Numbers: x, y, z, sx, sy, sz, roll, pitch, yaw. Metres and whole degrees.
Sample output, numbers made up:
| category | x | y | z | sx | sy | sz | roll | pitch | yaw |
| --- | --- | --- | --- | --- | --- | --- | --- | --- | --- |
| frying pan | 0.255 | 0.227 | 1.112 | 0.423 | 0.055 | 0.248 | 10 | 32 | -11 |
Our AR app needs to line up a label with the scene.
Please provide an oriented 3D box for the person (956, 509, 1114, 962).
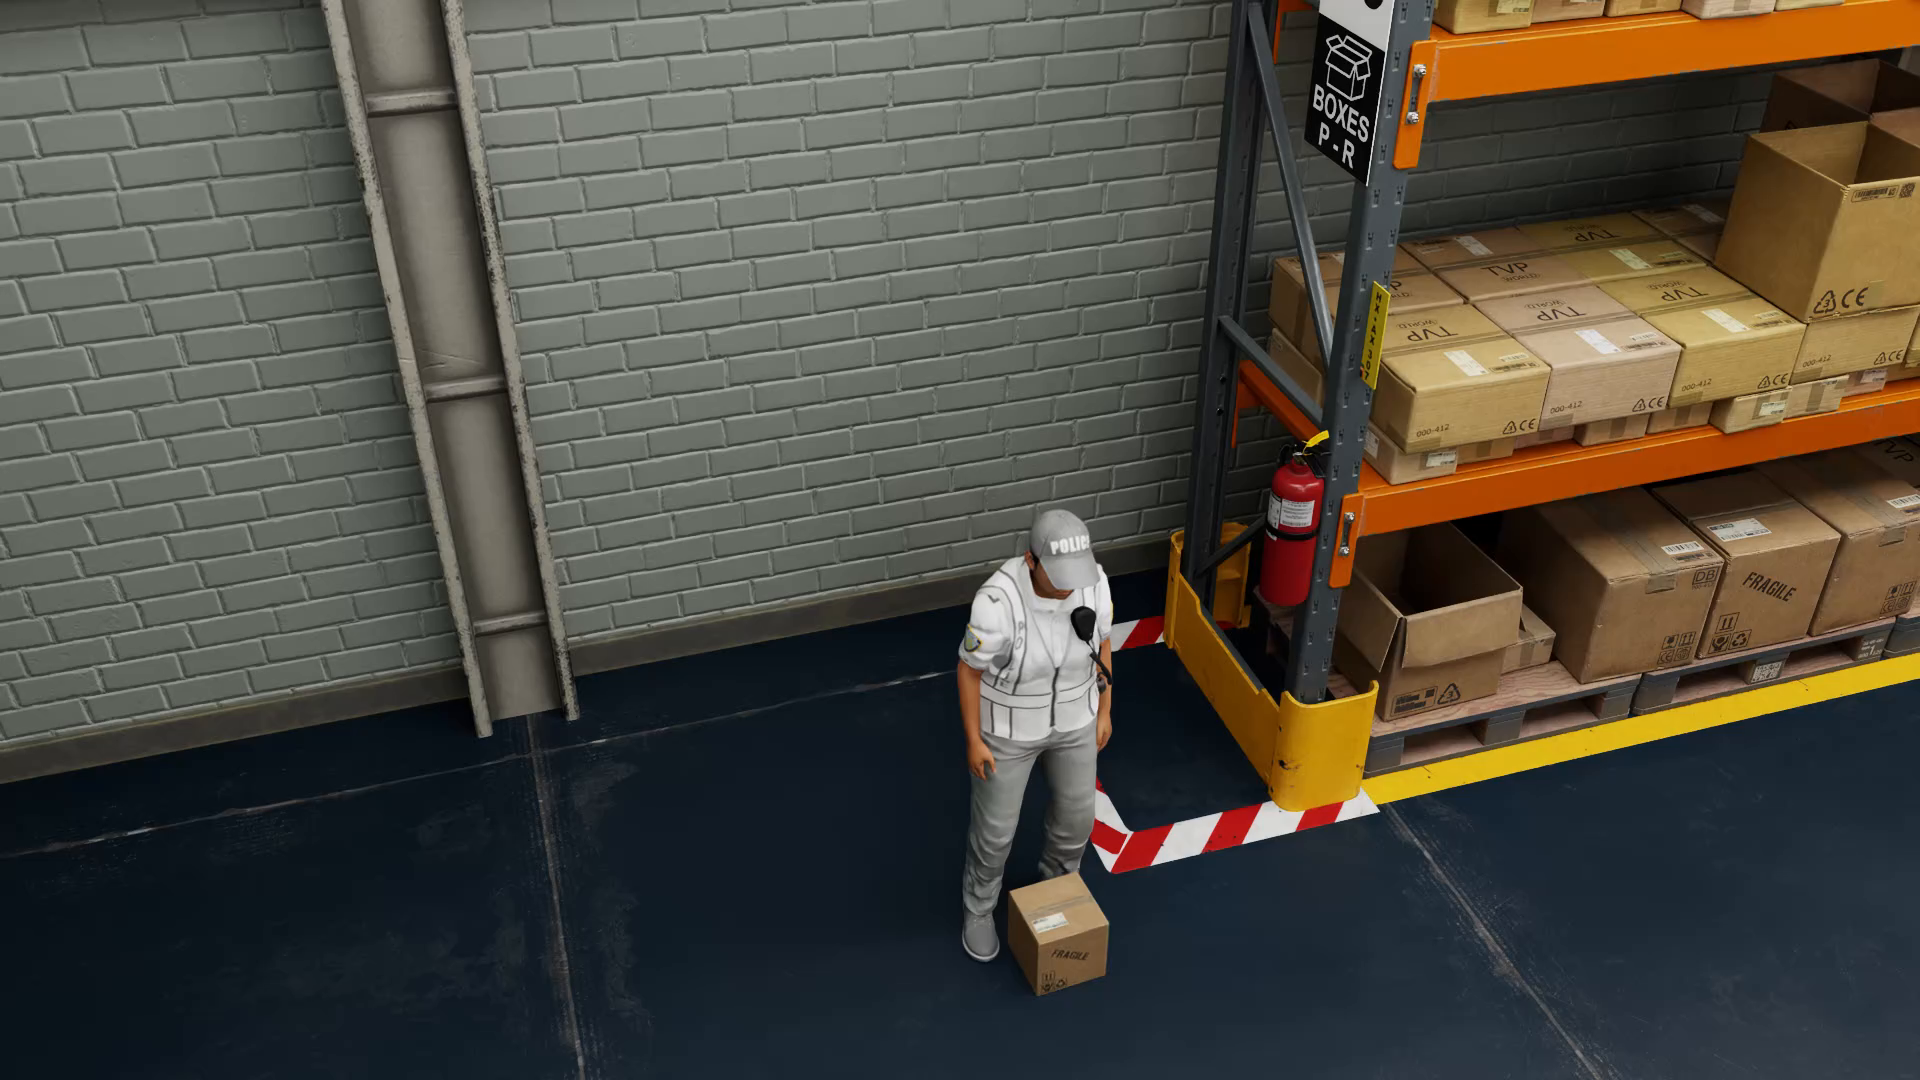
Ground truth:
| category | x | y | z | sx | sy | sz | roll | pitch | yaw |
| --- | --- | --- | --- | --- | --- | --- | --- | --- | --- |
| person | 0.237 | 0.596 | 5.257 | 0.532 | 1.666 | 0.464 | -11 | 36 | -16 |
